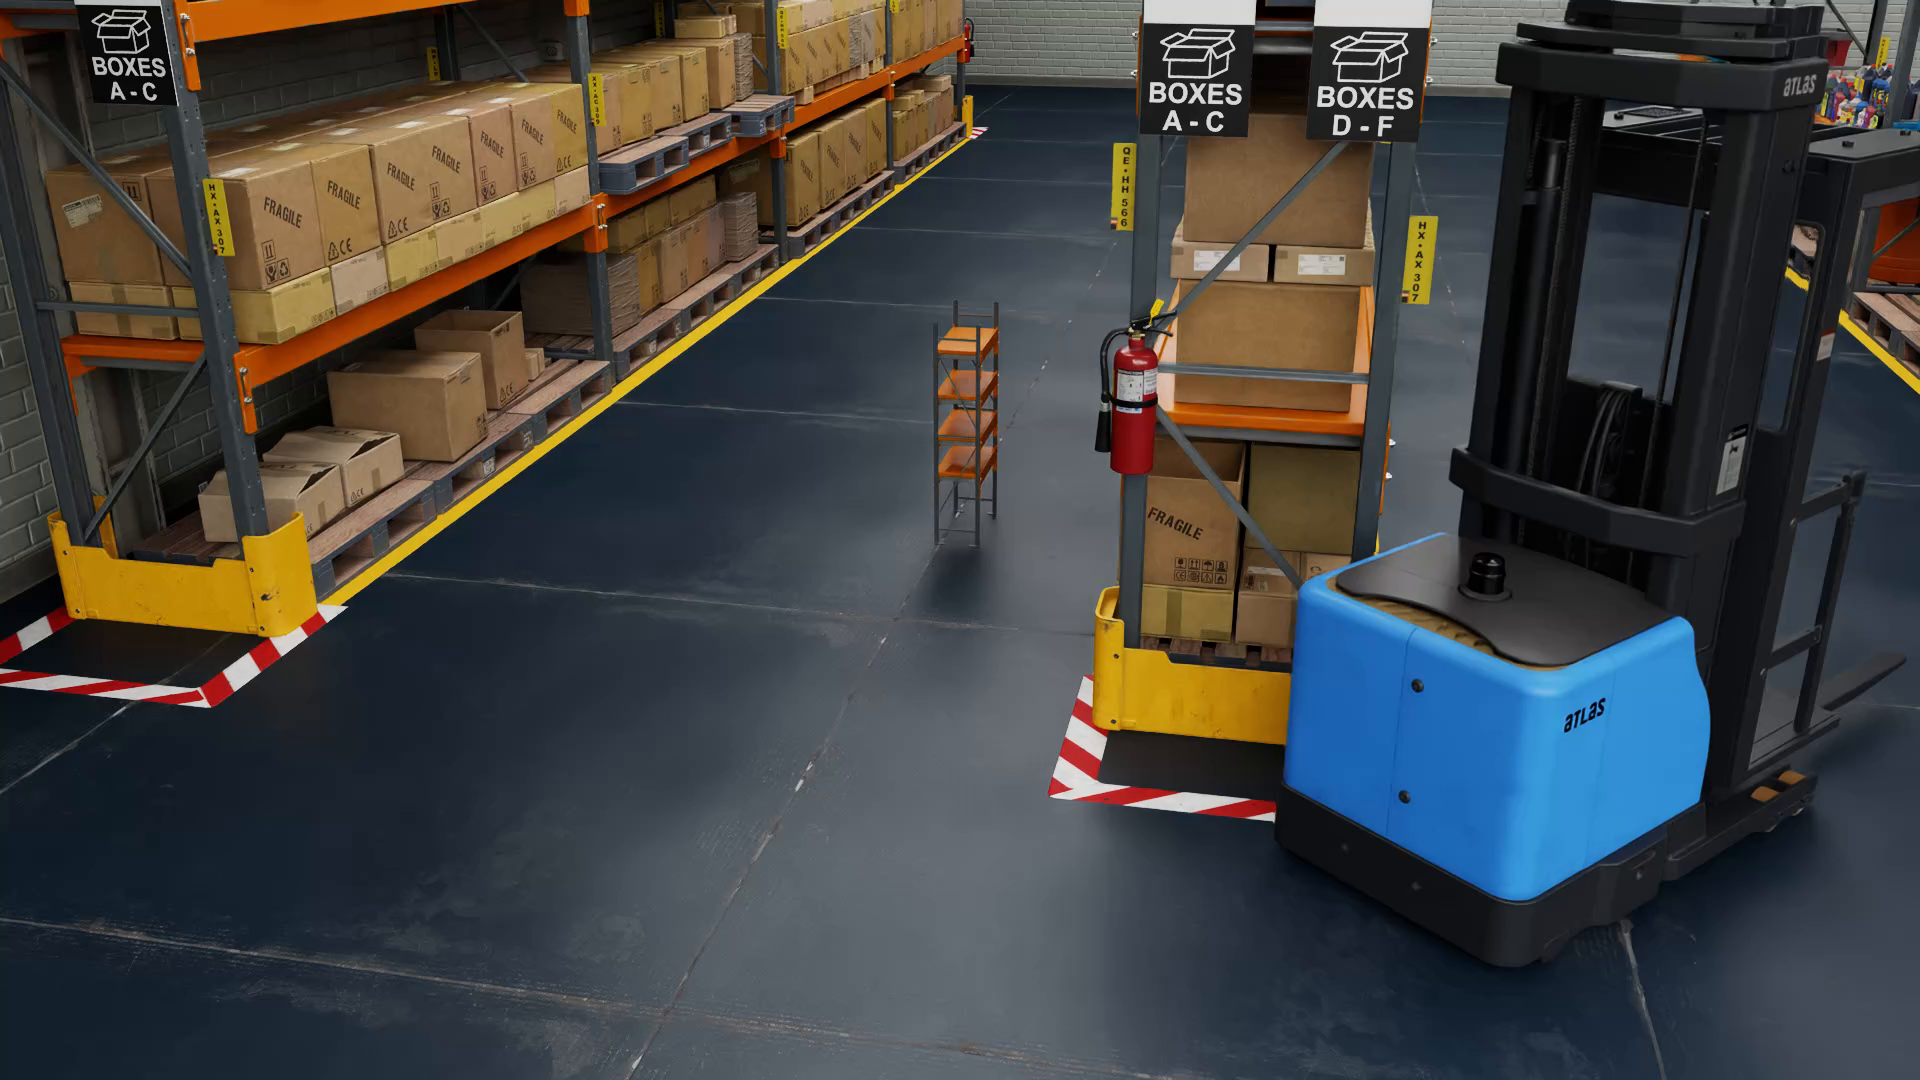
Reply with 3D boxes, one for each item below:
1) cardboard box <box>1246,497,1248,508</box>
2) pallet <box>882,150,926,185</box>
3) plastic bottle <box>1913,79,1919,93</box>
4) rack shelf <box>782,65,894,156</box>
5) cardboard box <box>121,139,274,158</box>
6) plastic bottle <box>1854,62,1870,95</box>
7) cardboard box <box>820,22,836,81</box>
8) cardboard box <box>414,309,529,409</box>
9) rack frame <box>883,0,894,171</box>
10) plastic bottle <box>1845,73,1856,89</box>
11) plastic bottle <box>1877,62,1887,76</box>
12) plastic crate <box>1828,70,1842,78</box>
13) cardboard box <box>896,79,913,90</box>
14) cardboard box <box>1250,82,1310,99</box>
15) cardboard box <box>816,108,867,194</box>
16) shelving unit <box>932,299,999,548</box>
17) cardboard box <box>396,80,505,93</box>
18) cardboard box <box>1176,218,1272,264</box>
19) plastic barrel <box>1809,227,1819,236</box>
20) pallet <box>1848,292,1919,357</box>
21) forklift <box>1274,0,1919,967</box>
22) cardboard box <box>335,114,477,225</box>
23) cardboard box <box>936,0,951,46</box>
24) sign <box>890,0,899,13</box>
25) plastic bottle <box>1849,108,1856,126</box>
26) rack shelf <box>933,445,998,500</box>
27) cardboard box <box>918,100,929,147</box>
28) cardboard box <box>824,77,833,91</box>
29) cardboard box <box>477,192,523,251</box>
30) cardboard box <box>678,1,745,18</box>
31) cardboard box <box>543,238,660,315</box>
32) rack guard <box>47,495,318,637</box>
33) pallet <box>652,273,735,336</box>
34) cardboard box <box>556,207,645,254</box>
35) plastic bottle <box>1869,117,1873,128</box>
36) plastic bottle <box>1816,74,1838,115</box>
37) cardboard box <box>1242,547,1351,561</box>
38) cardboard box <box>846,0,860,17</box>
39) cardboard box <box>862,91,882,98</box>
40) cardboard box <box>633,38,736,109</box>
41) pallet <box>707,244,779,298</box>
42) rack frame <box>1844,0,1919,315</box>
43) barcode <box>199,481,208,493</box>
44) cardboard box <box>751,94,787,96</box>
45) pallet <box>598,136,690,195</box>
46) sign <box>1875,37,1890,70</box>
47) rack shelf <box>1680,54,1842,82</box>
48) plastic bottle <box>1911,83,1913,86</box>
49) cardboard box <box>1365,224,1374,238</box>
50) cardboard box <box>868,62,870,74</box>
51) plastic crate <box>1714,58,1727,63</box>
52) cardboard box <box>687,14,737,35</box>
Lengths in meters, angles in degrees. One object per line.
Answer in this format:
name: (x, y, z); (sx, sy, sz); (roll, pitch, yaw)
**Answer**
cardboard box: (1.670, -0.451, 8.074); (0.500, 0.500, 0.500); (4, 22, 11)
pallet: (-1.017, -4.382, 19.451); (1.003, 0.211, 1.213); (4, 22, 11)
plastic bottle: (8.358, -3.861, 14.491); (0.144, 0.351, 0.185); (4, 22, 11)
rack shelf: (-1.656, -4.338, 16.572); (1.077, 0.370, 4.000); (4, 22, 11)
cardboard box: (-3.697, -1.674, 8.165); (0.500, 0.500, 0.500); (5, 22, 12)
plastic bottle: (8.442, -4.275, 15.519); (0.144, 0.351, 0.185); (4, 22, 11)
cardboard box: (-1.497, -4.664, 15.861); (0.500, 0.500, 0.500); (4, 22, 11)
cardboard box: (-3.053, -1.139, 10.424); (0.500, 0.500, 0.500); (3, 22, 7)
rack frame: (-1.248, -5.403, 18.254); (1.000, 3.000, 0.127); (4, 22, 11)
plastic bottle: (8.560, -4.390, 16.004); (0.097, 0.201, 0.097); (0, 22, 0)
plastic bottle: (8.583, -4.264, 15.491); (0.144, 0.351, 0.185); (4, 22, 11)
plastic crate: (8.685, -4.713, 16.812); (0.396, 0.136, 0.243); (4, 22, 11)
cardboard box: (-0.801, -5.723, 20.963); (0.380, 0.149, 0.250); (5, 22, 11)
cardboard box: (1.374, -1.668, 7.110); (0.700, 0.500, 0.500); (4, 22, 10)
cardboard box: (-1.432, -4.028, 17.155); (0.750, 0.750, 0.750); (5, 23, 13)
shelving unit: (0.034, -0.617, 8.780); (0.258, 1.200, 0.503); (4, 22, 11)
cardboard box: (-3.181, -2.609, 10.486); (0.500, 0.500, 0.500); (4, 22, 10)
cardboard box: (1.097, -1.235, 6.904); (0.380, 0.149, 0.250); (5, 22, 12)
plastic barrel: (7.975, -3.032, 15.136); (0.421, 0.512, 0.421); (0, 22, 0)
pallet: (7.438, -1.611, 12.571); (1.003, 0.211, 1.213); (4, 22, 11)
forklift: (2.610, -0.418, 5.968); (3.031, 2.935, 1.130); (-16, 27, -35)
cardboard box: (-2.989, -2.012, 9.004); (0.500, 0.500, 0.500); (5, 23, 13)
cardboard box: (-0.664, -6.551, 20.703); (0.980, 0.700, 0.700); (4, 22, 10)
sign: (-0.715, -5.866, 17.959); (0.100, 0.325, 0.005); (4, 22, 11)
plastic bottle: (7.447, -3.505, 13.808); (0.097, 0.201, 0.097); (0, 22, 0)
rack shelf: (0.034, -0.371, 8.879); (0.258, 0.148, 0.480); (4, 22, 11)
cardboard box: (-0.783, -5.075, 20.223); (0.700, 0.500, 0.500); (5, 22, 12)
cardboard box: (-1.468, -4.497, 16.315); (0.380, 0.149, 0.250); (5, 22, 11)
cardboard box: (-2.878, -1.854, 9.616); (0.500, 0.250, 0.500); (4, 22, 11)
cardboard box: (-2.226, -4.667, 14.865); (0.500, 0.250, 0.500); (5, 22, 12)
cardboard box: (-2.691, -1.985, 12.524); (0.700, 0.500, 0.500); (4, 22, 10)
rack guard: (-3.681, 0.117, 7.893); (1.175, 0.500, 0.348); (4, 22, 11)
pallet: (-2.477, -1.916, 13.329); (1.003, 0.211, 1.213); (4, 22, 11)
cardboard box: (-2.660, -2.301, 12.306); (0.500, 0.250, 0.500); (4, 22, 10)
plastic bottle: (7.340, -3.314, 13.333); (0.097, 0.201, 0.097); (0, 22, 0)
plastic bottle: (7.670, -3.932, 14.667); (0.144, 0.351, 0.185); (4, 22, 11)
cardboard box: (1.579, 0.080, 7.758); (0.500, 0.250, 0.500); (4, 22, 11)
cardboard box: (-1.311, -5.381, 16.638); (0.500, 0.250, 0.500); (5, 22, 12)
cardboard box: (-1.061, -5.256, 19.805); (0.380, 0.149, 0.250); (4, 22, 9)
cardboard box: (-2.238, -3.811, 13.580); (0.700, 0.500, 0.500); (2, 22, 6)
pallet: (-2.225, -2.361, 14.433); (1.003, 0.211, 1.213); (4, 22, 11)
rack frame: (7.634, -3.185, 12.747); (1.000, 3.000, 0.127); (4, 22, 11)
barcode: (-3.856, -0.259, 8.479); (0.001, 0.075, 0.075); (4, 22, 11)
cardboard box: (-1.771, -3.936, 14.920); (0.380, 0.149, 0.250); (4, 22, 10)
pallet: (-2.582, -2.657, 11.692); (1.003, 0.211, 1.213); (4, 22, 11)
sign: (8.988, -4.734, 16.221); (0.100, 0.325, 0.005); (4, 22, 11)
rack shelf: (8.858, -5.046, 18.329); (1.077, 0.370, 4.000); (4, 22, 11)
plastic bottle: (8.350, -3.879, 14.641); (0.097, 0.271, 0.097); (0, 22, 0)
cardboard box: (1.495, -1.209, 6.839); (0.380, 0.149, 0.250); (4, 22, 10)
cardboard box: (-1.166, -4.965, 17.476); (0.380, 0.149, 0.250); (5, 23, 13)
plastic crate: (8.564, -5.404, 18.401); (0.416, 0.233, 0.300); (4, 22, 11)
cardboard box: (-2.106, -4.363, 14.081); (0.380, 0.149, 0.250); (2, 22, 4)
